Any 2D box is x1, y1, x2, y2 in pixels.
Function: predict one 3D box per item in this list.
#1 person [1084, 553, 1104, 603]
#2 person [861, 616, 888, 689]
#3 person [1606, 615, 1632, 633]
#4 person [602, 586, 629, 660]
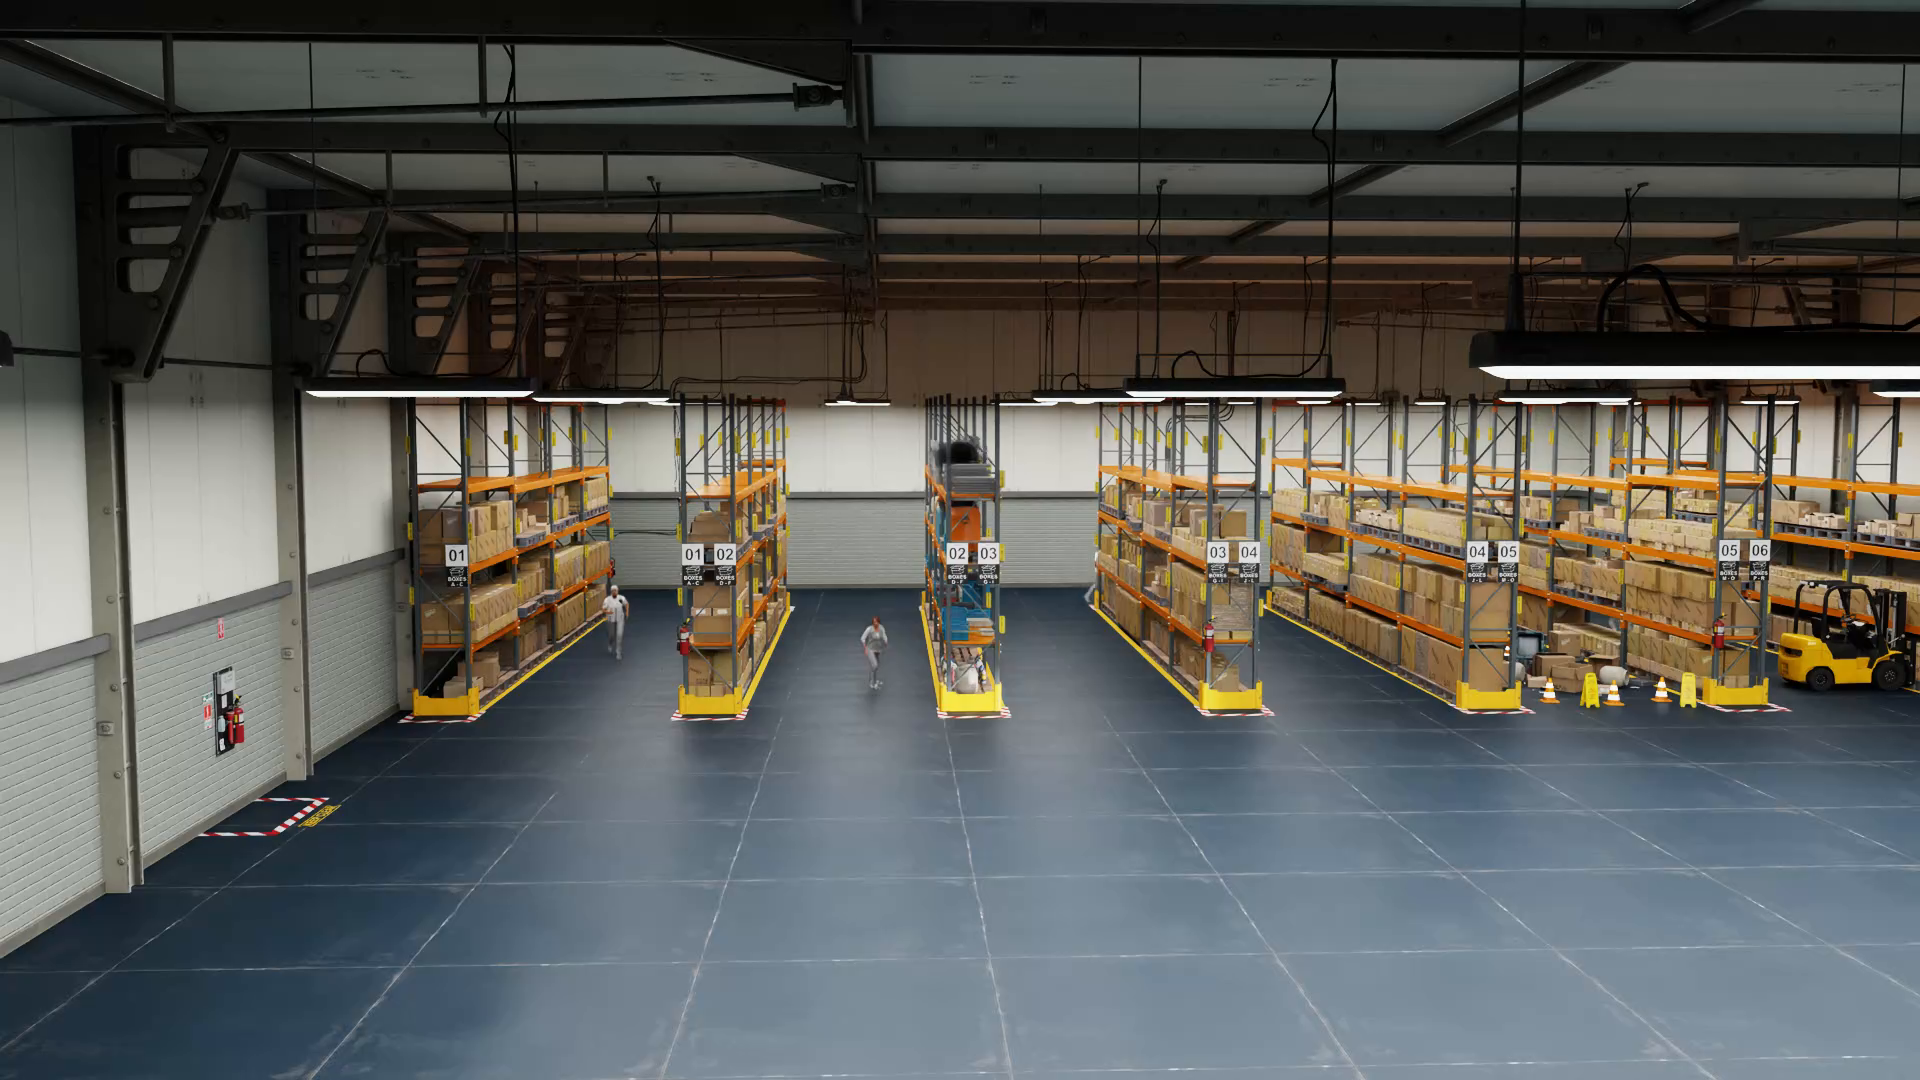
[{"bbox_3d":[4.165,0.969,48.766,0.980,1.763,0.734,2,5,26],"label":"person"},{"bbox_3d":[-1.726,2.292,34.047,0.559,1.542,0.783,-4,6,-39],"label":"person"},{"bbox_3d":[16.723,1.578,42.256,0.560,1.636,0.950,-1,5,-15],"label":"person"},{"bbox_3d":[-7.926,1.877,38.272,0.604,1.687,0.934,-1,5,-11],"label":"person"}]
